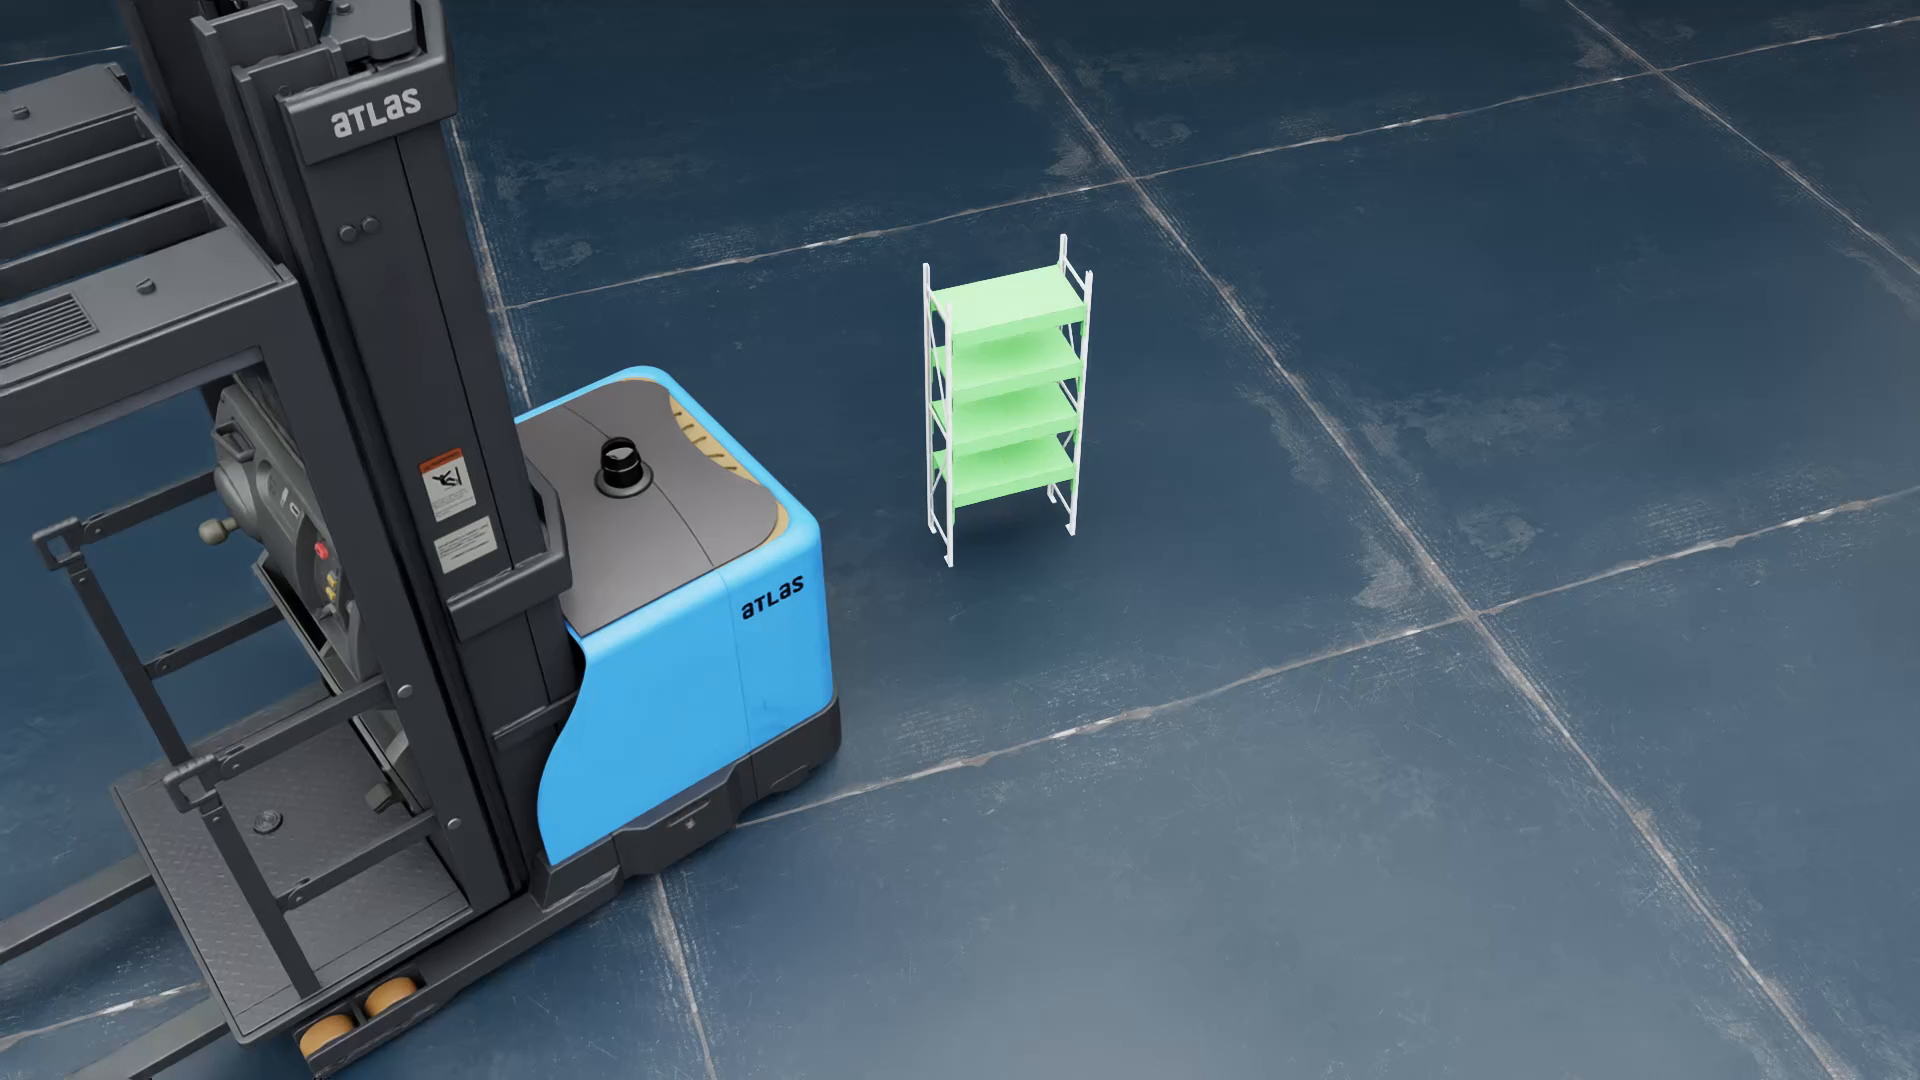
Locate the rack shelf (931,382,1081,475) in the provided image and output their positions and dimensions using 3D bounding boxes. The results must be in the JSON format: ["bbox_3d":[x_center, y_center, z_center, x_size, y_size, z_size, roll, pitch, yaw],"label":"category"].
[{"bbox_3d":[0.156,-0.418,5.910,0.480,0.148,0.258,-14,47,-14],"label":"rack shelf"}]

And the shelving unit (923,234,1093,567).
[{"bbox_3d":[0.156,-0.463,5.865,0.503,1.200,0.258,-14,47,-14],"label":"shelving unit"}]

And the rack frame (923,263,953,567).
[{"bbox_3d":[-0.074,-0.405,5.806,0.015,1.200,0.240,-14,47,-14],"label":"rack frame"}]

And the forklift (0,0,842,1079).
[{"bbox_3d":[-1.865,0.051,4.130,3.031,2.935,1.130,-29,52,-26],"label":"forklift"}]

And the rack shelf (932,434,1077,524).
[{"bbox_3d":[0.156,-0.249,6.080,0.480,0.148,0.258,-14,47,-14],"label":"rack shelf"}]

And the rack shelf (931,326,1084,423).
[{"bbox_3d":[0.156,-0.588,5.740,0.480,0.148,0.258,-14,47,-14],"label":"rack shelf"}]

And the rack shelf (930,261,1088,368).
[{"bbox_3d":[0.156,-0.757,5.570,0.480,0.148,0.258,-14,47,-14],"label":"rack shelf"}]

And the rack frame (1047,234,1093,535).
[{"bbox_3d":[0.385,-0.522,5.923,0.015,1.200,0.240,-14,47,-14],"label":"rack frame"}]
